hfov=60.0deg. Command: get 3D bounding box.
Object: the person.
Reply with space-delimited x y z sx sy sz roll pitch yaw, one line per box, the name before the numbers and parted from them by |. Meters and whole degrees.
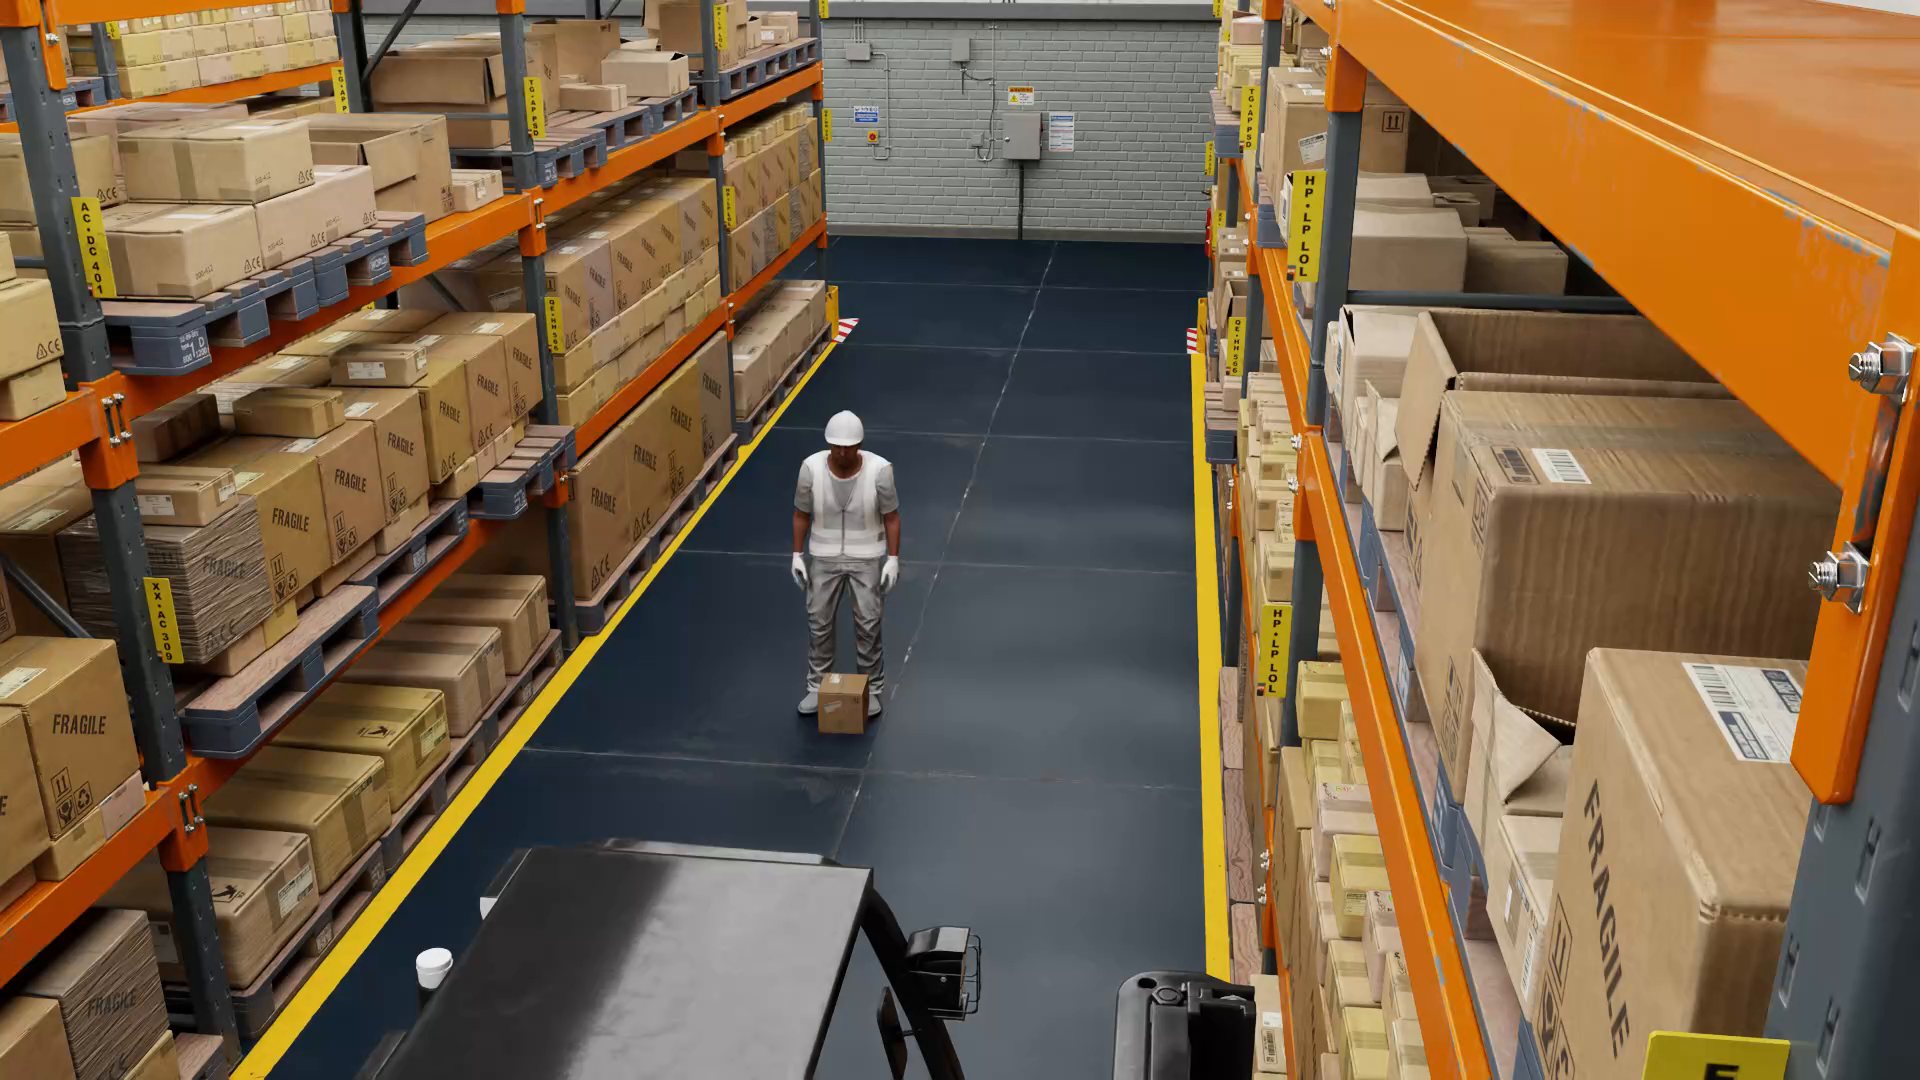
person | -0.636 0.122 9.249 0.605 1.773 0.449 2 21 4
